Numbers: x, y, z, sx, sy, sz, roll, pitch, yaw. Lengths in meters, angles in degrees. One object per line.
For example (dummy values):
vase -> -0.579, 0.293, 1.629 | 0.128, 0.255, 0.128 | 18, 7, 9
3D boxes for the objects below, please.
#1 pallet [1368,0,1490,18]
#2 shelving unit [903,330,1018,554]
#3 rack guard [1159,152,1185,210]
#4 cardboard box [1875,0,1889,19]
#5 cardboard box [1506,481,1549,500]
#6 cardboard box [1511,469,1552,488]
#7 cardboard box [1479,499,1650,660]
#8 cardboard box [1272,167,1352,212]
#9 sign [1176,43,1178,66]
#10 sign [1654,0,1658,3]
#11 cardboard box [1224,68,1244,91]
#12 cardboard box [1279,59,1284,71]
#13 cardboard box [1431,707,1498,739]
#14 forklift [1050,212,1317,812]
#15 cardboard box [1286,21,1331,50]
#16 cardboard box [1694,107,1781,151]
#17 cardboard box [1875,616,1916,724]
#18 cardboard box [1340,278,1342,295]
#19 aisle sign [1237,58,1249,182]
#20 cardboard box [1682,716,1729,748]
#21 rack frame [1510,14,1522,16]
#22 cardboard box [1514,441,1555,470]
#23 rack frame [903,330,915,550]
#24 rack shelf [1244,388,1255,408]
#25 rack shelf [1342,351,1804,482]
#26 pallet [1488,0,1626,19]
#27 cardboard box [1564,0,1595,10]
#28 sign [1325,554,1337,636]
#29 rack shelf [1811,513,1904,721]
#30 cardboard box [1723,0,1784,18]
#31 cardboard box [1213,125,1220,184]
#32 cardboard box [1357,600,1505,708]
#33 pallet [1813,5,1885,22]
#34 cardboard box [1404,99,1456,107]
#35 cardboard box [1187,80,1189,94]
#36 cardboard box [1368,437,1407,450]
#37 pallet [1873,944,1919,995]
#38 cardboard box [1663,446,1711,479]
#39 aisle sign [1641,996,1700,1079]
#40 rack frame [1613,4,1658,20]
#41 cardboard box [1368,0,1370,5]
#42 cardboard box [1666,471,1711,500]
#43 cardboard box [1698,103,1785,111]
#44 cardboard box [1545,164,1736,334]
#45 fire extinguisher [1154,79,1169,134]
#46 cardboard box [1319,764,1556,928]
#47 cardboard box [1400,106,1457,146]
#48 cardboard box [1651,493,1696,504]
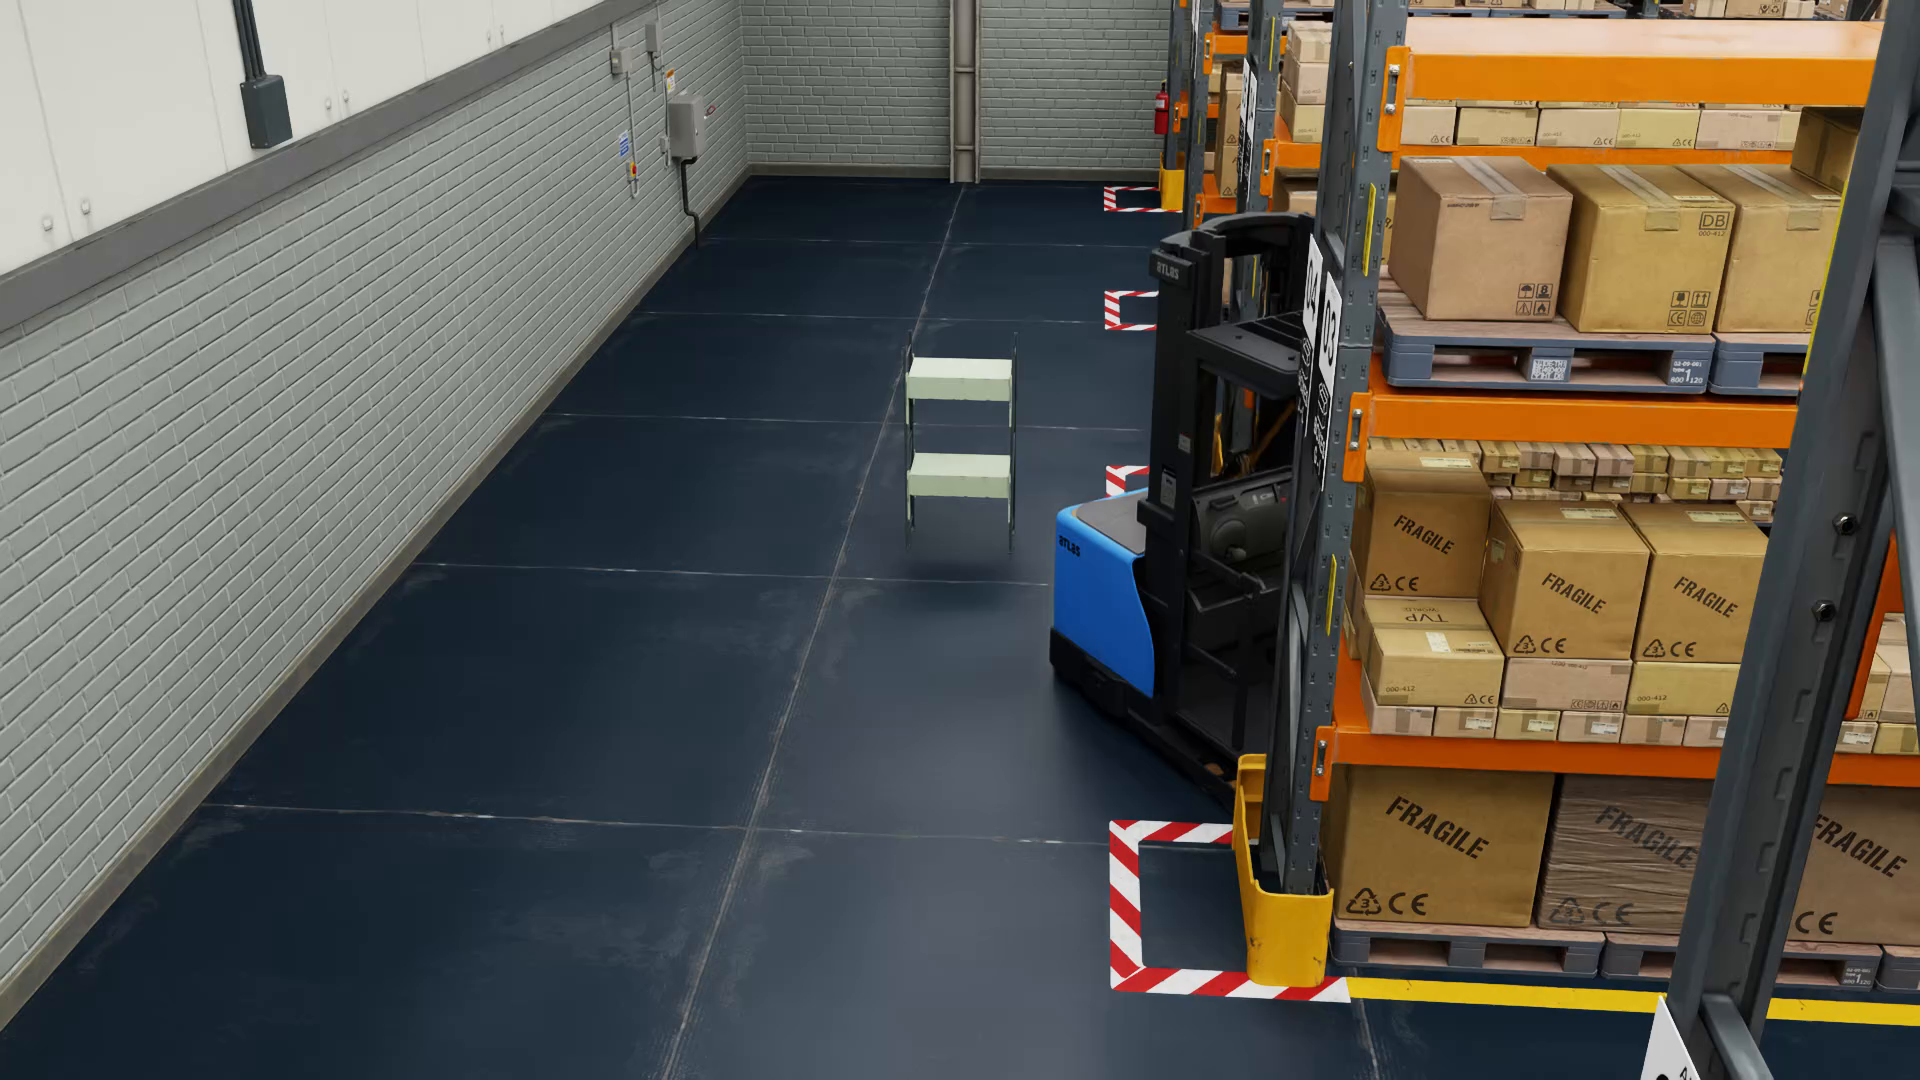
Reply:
pallet -> 4.273, -4.972, 15.697 | 1.213, 0.211, 1.003 | 2, 25, 4
shelving unit -> 0.007, -0.681, 11.647 | 0.755, 1.500, 0.431 | 2, 25, 4
rack guard -> 2.765, -4.638, 21.443 | 0.348, 0.500, 1.175 | 2, 25, 4
cardboard box -> 8.510, -4.986, 14.998 | 0.500, 0.500, 0.500 | 2, 25, 4
cardboard box -> 4.076, -0.343, 12.026 | 0.250, 0.149, 0.380 | 2, 25, 4
cardboard box -> 4.119, -0.518, 12.052 | 0.250, 0.149, 0.380 | 3, 25, 6
cardboard box -> 2.511, 0.159, 6.953 | 0.500, 0.500, 0.500 | 1, 25, 3
cardboard box -> 2.510, -2.365, 11.841 | 0.500, 0.500, 0.500 | 1, 25, 3
sign -> 2.648, -5.943, 20.254 | 0.005, 0.325, 0.100 | 2, 25, 4
sign -> 6.260, -4.982, 14.897 | 0.005, 0.325, 0.100 | 2, 25, 4
cardboard box -> 2.646, -4.375, 15.789 | 0.250, 0.149, 0.380 | 2, 25, 5
cardboard box -> 3.205, -4.602, 16.283 | 0.250, 0.149, 0.380 | 2, 25, 3
cardboard box -> 2.139, 0.694, 7.166 | 0.250, 0.149, 0.380 | 1, 25, 3
forklift -> 1.739, -0.112, 8.697 | 1.130, 2.935, 3.031 | -14, 28, -28
cardboard box -> 2.389, -3.456, 11.399 | 0.250, 0.149, 0.380 | 2, 25, 4
cardboard box -> 5.016, -2.732, 10.900 | 0.500, 0.250, 0.500 | 2, 25, 4
cardboard box -> 4.057, 0.547, 7.007 | 0.500, 0.250, 0.500 | 2, 25, 5
cardboard box -> 2.461, -1.692, 11.575 | 0.500, 0.500, 0.500 | 3, 25, 6
aisle sign -> 1.985, -2.949, 11.673 | 0.004, 0.787, 0.394 | 2, 25, 4
cardboard box -> 3.165, 0.726, 7.095 | 0.250, 0.149, 0.380 | 2, 25, 3
rack frame -> 6.677, -5.648, 20.648 | 0.127, 3.000, 1.000 | 2, 25, 4
cardboard box -> 4.103, -0.647, 11.975 | 0.250, 0.149, 0.380 | 2, 25, 4
rack frame -> -0.358, -0.693, 11.673 | 0.023, 1.500, 0.400 | 2, 25, 4
rack shelf -> 4.029, -1.250, 11.951 | 4.000, 0.370, 1.077 | 2, 25, 4
rack shelf -> 3.548, -0.549, 6.838 | 4.000, 0.370, 1.077 | 2, 25, 4
pallet -> 5.486, -4.932, 15.610 | 1.213, 0.211, 1.003 | 2, 25, 4
cardboard box -> 5.640, -5.004, 15.199 | 0.258, 0.266, 0.396 | 3, 25, 6
sign -> 1.506, 0.225, 6.754 | 0.005, 0.325, 0.100 | 2, 25, 4
rack shelf -> 3.169, 0.334, 1.808 | 4.000, 0.370, 1.077 | 2, 25, 4
cardboard box -> 7.158, -5.029, 15.092 | 0.500, 0.500, 0.500 | 1, 25, 3
cardboard box -> 2.814, -3.848, 16.615 | 0.500, 0.500, 0.500 | 2, 25, 4
cardboard box -> 2.012, 0.484, 7.145 | 0.500, 0.250, 0.500 | 1, 25, 3
pallet -> 8.528, -4.761, 15.358 | 1.213, 0.211, 1.003 | 3, 25, 6
cardboard box -> 2.973, -3.024, 10.938 | 0.500, 0.250, 0.500 | 2, 25, 3
cardboard box -> 3.040, -5.763, 21.199 | 0.250, 0.149, 0.380 | 2, 25, 3
cardboard box -> 3.057, -0.628, 11.935 | 0.250, 0.149, 0.380 | 2, 25, 4
pallet -> 4.790, 1.761, 7.882 | 1.213, 0.211, 1.003 | 2, 25, 4
cardboard box -> 5.142, -0.579, 11.827 | 0.250, 0.149, 0.380 | 2, 25, 4
aisle sign -> 1.126, 1.182, 2.694 | 0.004, 0.787, 0.394 | 2, 25, 4
rack frame -> 6.301, -3.579, 16.152 | 0.127, 3.000, 1.000 | 2, 25, 4
cardboard box -> 3.802, -5.197, 15.564 | 0.500, 0.311, 0.500 | 2, 25, 5
cardboard box -> 5.145, -0.426, 11.851 | 0.250, 0.149, 0.380 | 1, 25, 2
cardboard box -> 5.025, -2.965, 10.809 | 0.500, 0.250, 0.500 | 1, 25, 2
cardboard box -> 2.629, -1.159, 6.561 | 0.500, 0.500, 0.700 | 1, 25, 2
fire extinguisher -> 2.507, -5.384, 20.612 | 0.183, 0.674, 0.296 | 2, 25, 4
cardboard box -> 2.198, 1.185, 7.838 | 0.875, 0.875, 0.875 | 2, 25, 4
cardboard box -> 2.987, -2.796, 11.040 | 0.500, 0.250, 0.500 | 3, 25, 6
cardboard box -> 5.085, -0.304, 11.942 | 0.250, 0.149, 0.380 | 1, 25, 2
